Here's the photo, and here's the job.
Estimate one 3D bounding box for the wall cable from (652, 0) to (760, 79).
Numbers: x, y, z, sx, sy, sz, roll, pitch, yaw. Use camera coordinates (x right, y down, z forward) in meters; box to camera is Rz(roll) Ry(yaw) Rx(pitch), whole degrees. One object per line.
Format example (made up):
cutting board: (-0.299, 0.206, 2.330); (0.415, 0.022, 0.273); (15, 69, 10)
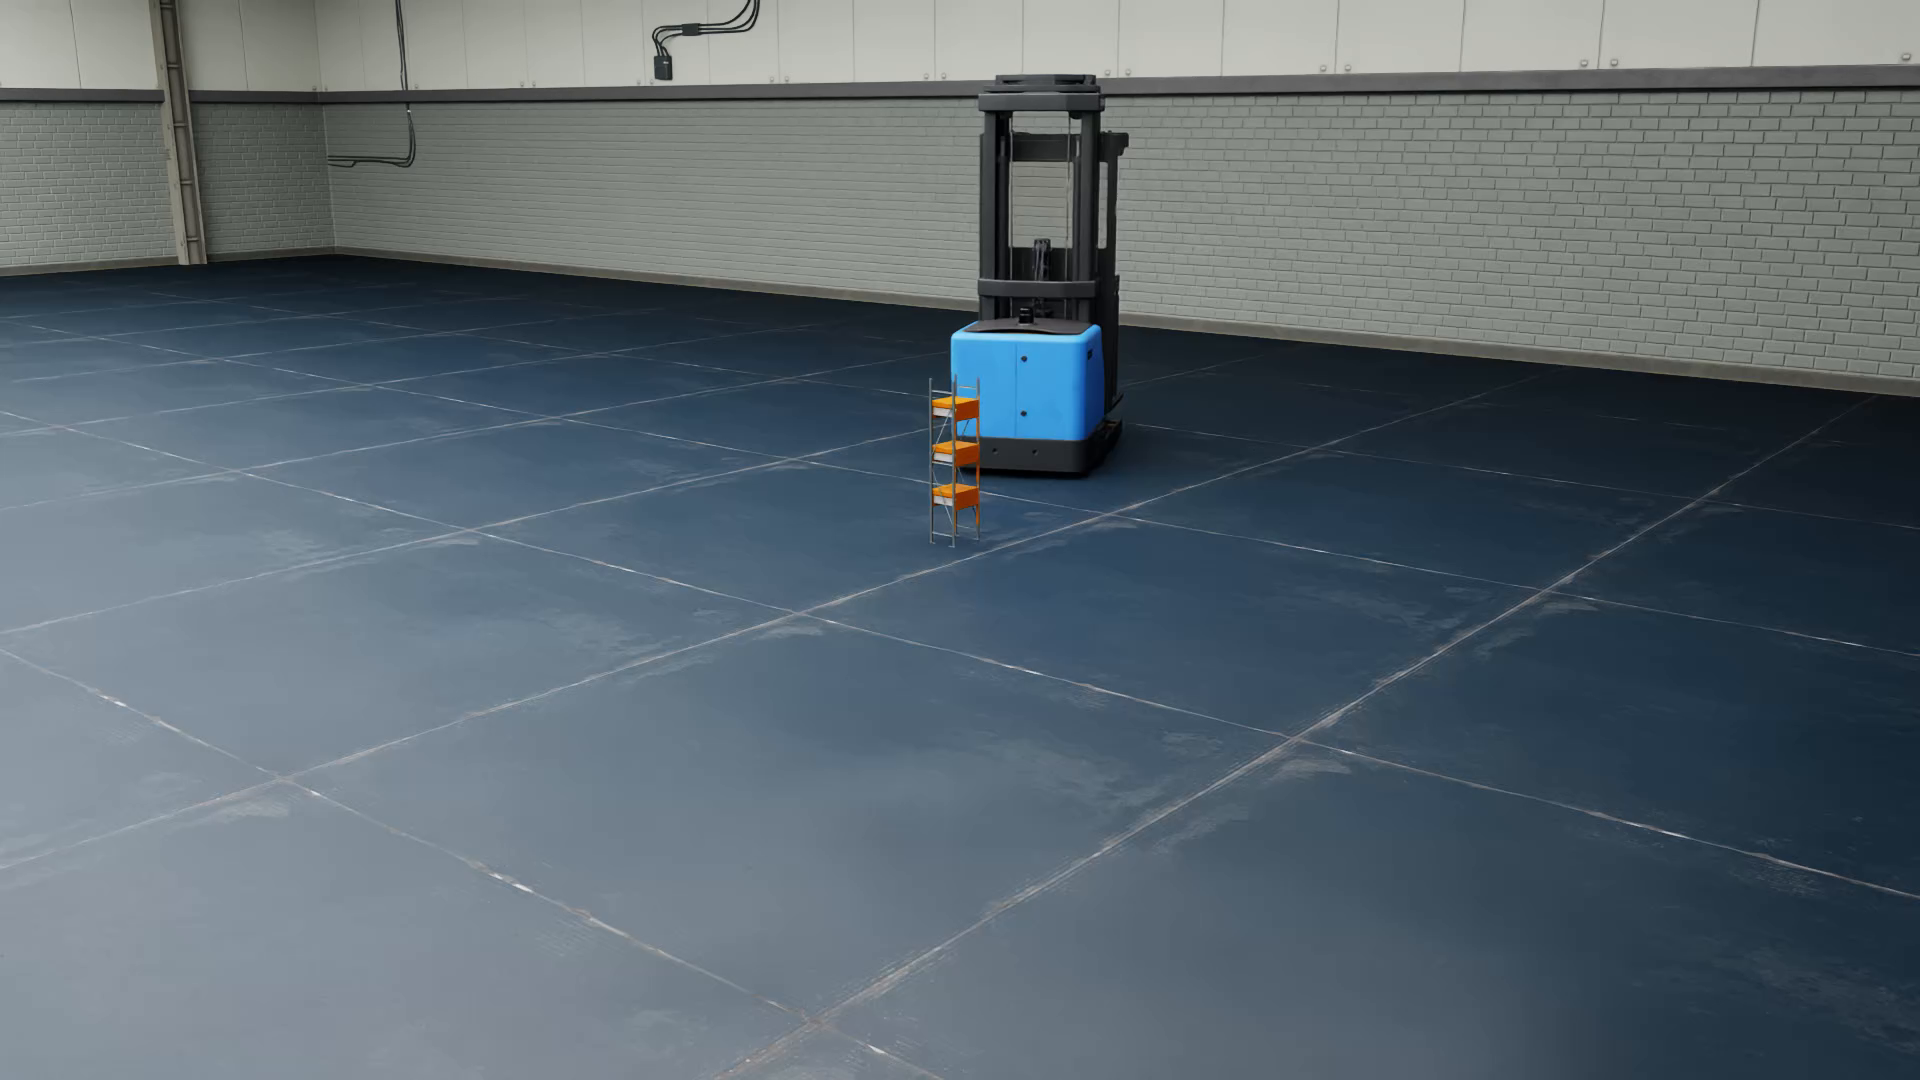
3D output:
wall cable: (-3.886, -9.985, 24.745); (2.305, 6.003, 0.169); (11, 18, 38)

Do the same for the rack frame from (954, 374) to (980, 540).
rack frame: (0.043, -0.522, 10.545); (0.200, 1.050, 0.008); (11, 18, 38)

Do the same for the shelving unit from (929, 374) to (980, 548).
shelving unit: (-0.034, -0.499, 10.453); (0.215, 1.050, 0.252); (11, 18, 38)

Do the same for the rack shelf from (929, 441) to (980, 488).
rack shelf: (-0.034, -0.488, 10.456); (0.215, 0.259, 0.240); (11, 18, 38)

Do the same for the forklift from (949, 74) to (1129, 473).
forklift: (0.748, -2.237, 13.474); (1.130, 2.935, 3.031); (3, 15, 13)

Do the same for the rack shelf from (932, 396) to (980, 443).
rack shelf: (-0.034, -0.763, 10.386); (0.215, 0.259, 0.240); (11, 18, 38)

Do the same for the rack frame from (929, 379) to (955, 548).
rack frame: (-0.110, -0.475, 10.361); (0.200, 1.050, 0.008); (11, 18, 38)

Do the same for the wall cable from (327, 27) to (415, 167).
wall cable: (-11.260, -8.304, 31.341); (3.097, 2.526, 0.112); (11, 18, 38)

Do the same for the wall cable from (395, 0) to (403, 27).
wall cable: (-9.156, -10.333, 29.071); (3.097, 2.526, 0.112); (11, 18, 38)

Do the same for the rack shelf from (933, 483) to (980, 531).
rack shelf: (-0.034, -0.219, 10.524); (0.215, 0.259, 0.240); (11, 18, 38)

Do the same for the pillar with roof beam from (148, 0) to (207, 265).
pillar with roof beam: (-10.791, -8.783, 26.921); (9.100, 9.000, 0.400); (11, 18, 38)
